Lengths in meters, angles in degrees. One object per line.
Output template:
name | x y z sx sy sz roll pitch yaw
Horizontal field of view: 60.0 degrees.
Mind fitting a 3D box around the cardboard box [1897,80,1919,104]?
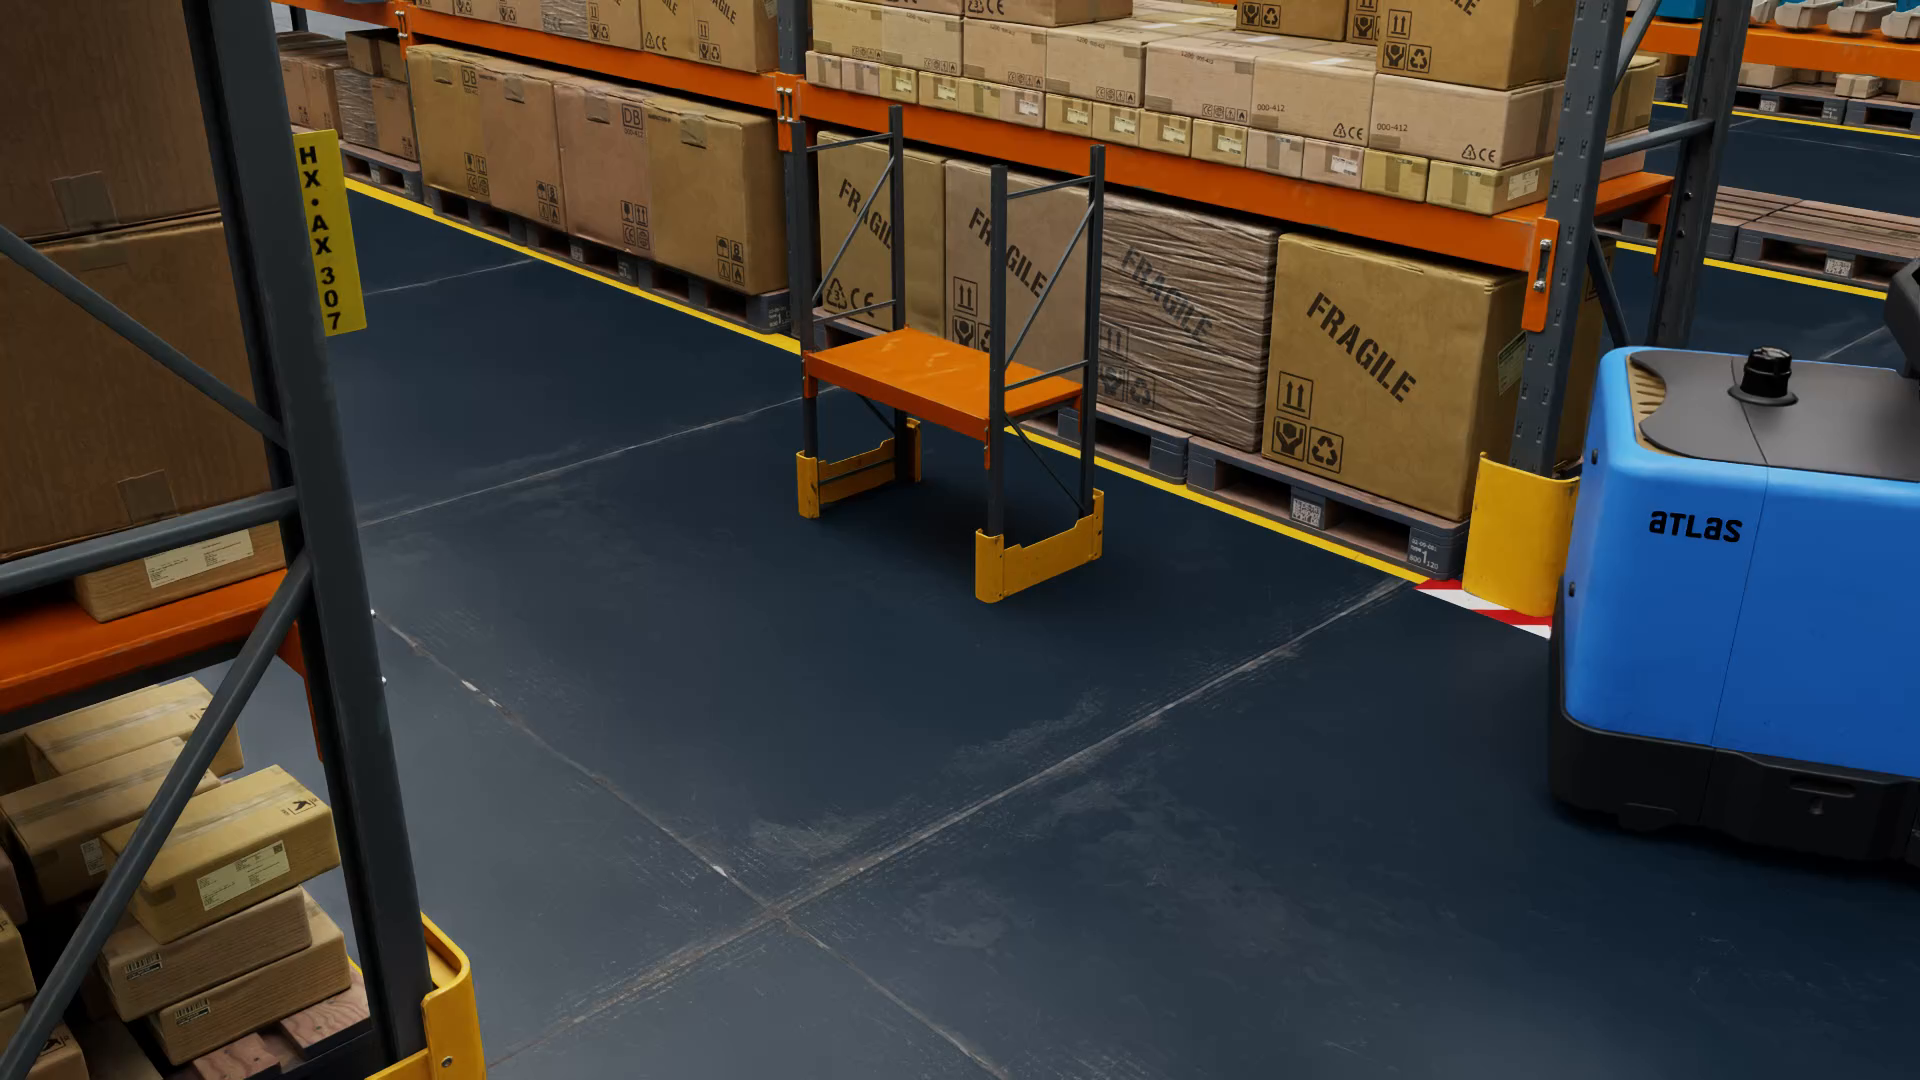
cardboard box | 8.061 -3.832 13.514 0.797 0.503 0.637 -21 32 -38

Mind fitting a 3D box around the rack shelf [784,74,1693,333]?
rack shelf | 0.907 -1.593 6.995 1.077 0.370 4.000 -21 32 -38

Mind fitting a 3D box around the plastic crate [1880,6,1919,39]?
plastic crate | 5.200 -2.822 9.068 0.396 0.136 0.243 -21 32 -38

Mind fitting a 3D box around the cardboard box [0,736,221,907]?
cardboard box | -1.802 0.593 3.548 0.380 0.149 0.250 -21 32 -38

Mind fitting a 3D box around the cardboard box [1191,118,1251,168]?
cardboard box | 1.091 -1.524 6.278 0.380 0.149 0.250 -22 33 -40

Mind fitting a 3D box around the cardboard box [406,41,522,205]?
cardboard box | -2.738 -2.748 10.713 0.875 0.875 1.225 22 32 39

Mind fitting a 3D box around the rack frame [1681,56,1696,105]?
rack frame | 6.773 -5.335 14.331 1.000 3.000 0.127 -21 32 -38

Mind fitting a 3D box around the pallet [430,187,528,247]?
pallet | -2.710 -2.209 10.838 1.003 0.211 1.213 -21 32 -38

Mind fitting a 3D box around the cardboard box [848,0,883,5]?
cardboard box | -0.320 -2.717 7.510 0.500 0.500 0.500 -21 32 -38

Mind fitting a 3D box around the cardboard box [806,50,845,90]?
cardboard box | -0.501 -2.228 7.822 0.380 0.149 0.250 -21 32 -38

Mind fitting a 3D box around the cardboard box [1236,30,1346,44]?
cardboard box | 1.442 -1.912 6.650 0.500 0.250 0.500 23 33 40

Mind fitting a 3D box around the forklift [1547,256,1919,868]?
forklift | 3.197 -0.568 3.964 3.031 2.935 1.130 8 26 16

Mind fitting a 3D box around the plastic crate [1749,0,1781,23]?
plastic crate | 4.588 -3.076 9.625 0.298 0.136 0.250 -21 32 -38

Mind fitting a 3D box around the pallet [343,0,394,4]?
pallet | -3.759 -3.837 11.277 1.213 0.211 1.003 -21 32 -38

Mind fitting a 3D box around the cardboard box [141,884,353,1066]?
cardboard box | -1.540 0.919 3.551 0.380 0.149 0.250 -20 32 -37

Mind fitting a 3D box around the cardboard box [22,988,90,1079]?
cardboard box | -1.928 1.068 3.224 0.380 0.149 0.250 -21 32 -38

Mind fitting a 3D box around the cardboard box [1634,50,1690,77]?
cardboard box | 6.227 -4.466 14.908 0.500 0.500 0.500 -21 32 -39

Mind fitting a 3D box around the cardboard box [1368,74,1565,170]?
cardboard box | 1.749 -1.453 5.643 0.500 0.250 0.500 -22 32 -39

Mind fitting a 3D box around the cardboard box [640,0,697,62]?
cardboard box | -1.312 -2.788 8.626 0.500 0.500 0.500 -20 31 -37

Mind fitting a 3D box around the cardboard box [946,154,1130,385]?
cardboard box | 0.548 -1.255 7.442 0.875 0.875 0.875 -21 32 -38

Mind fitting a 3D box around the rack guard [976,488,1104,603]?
rack guard | 0.288 0.014 5.918 0.587 0.250 0.087 -21 32 -38

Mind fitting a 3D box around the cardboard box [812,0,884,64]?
cardboard box | -0.330 -2.377 7.668 0.500 0.250 0.500 -22 32 -39

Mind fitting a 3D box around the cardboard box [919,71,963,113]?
cardboard box | 0.040 -1.990 7.300 0.380 0.149 0.250 -22 33 -40

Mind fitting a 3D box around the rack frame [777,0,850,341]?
rack frame | -0.460 -2.526 8.174 1.000 3.000 0.127 -21 32 -38

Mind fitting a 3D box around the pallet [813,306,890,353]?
pallet | 0.002 -1.005 8.199 1.003 0.211 1.213 -21 32 -38

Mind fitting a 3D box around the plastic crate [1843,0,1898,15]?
plastic crate | 5.338 -3.121 9.723 0.250 0.136 0.298 -21 32 -38

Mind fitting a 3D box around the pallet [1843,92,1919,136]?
pallet | 8.080 -3.488 13.643 1.003 0.211 1.213 -21 32 -38

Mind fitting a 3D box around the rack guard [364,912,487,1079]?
rack guard | -1.468 1.176 3.069 1.175 0.500 0.348 -21 32 -38

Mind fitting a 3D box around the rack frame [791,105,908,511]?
rack frame | -0.406 -0.862 6.333 0.500 1.500 0.032 -21 32 -38

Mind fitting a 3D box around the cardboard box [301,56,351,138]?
cardboard box | -4.448 -3.333 12.423 0.700 0.500 0.500 -18 30 -34

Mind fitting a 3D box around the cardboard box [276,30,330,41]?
cardboard box | -5.524 -3.821 13.493 0.500 0.500 0.700 21 32 38

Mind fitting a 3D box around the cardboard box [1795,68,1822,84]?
cardboard box | 7.370 -4.306 14.557 0.500 0.500 0.500 -21 32 -38

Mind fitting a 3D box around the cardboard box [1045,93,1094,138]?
cardboard box | 0.566 -1.756 6.788 0.380 0.149 0.250 -22 33 -40

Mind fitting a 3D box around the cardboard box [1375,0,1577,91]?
cardboard box | 1.749 -1.796 5.491 0.500 0.500 0.500 -21 32 -38

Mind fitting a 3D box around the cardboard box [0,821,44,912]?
cardboard box | -1.965 0.653 3.775 0.380 0.149 0.250 -21 32 -38

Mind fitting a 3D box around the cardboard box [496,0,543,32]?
cardboard box | -2.354 -3.249 9.638 0.500 0.500 0.500 -22 32 -39

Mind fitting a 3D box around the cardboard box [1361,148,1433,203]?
cardboard box | 1.611 -1.293 5.773 0.380 0.149 0.250 -21 32 -38

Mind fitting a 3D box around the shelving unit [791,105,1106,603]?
shelving unit | -0.052 -0.705 5.989 0.587 1.500 1.083 -21 32 -38

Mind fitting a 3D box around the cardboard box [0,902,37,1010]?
cardboard box | -1.963 0.809 3.075 0.380 0.149 0.250 -21 32 -38

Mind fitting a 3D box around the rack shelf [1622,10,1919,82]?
rack shelf | 4.522 -2.998 10.075 1.077 0.370 4.000 -21 32 -38

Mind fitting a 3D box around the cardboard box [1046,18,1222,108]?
cardboard box | 0.695 -1.918 6.662 0.500 0.250 0.500 -21 32 -38

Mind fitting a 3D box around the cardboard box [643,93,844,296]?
cardboard box | -0.912 -1.939 8.940 1.225 0.875 0.875 -21 32 -38

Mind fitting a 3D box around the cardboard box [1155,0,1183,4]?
cardboard box | 2.452 -6.041 18.685 0.500 0.250 0.500 -20 32 -38

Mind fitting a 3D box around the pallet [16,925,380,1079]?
pallet | -1.997 1.052 3.691 1.003 0.211 1.213 -21 32 -38

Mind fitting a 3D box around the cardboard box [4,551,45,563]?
cardboard box | -1.602 -0.080 3.114 0.380 0.149 0.250 -20 31 -37
